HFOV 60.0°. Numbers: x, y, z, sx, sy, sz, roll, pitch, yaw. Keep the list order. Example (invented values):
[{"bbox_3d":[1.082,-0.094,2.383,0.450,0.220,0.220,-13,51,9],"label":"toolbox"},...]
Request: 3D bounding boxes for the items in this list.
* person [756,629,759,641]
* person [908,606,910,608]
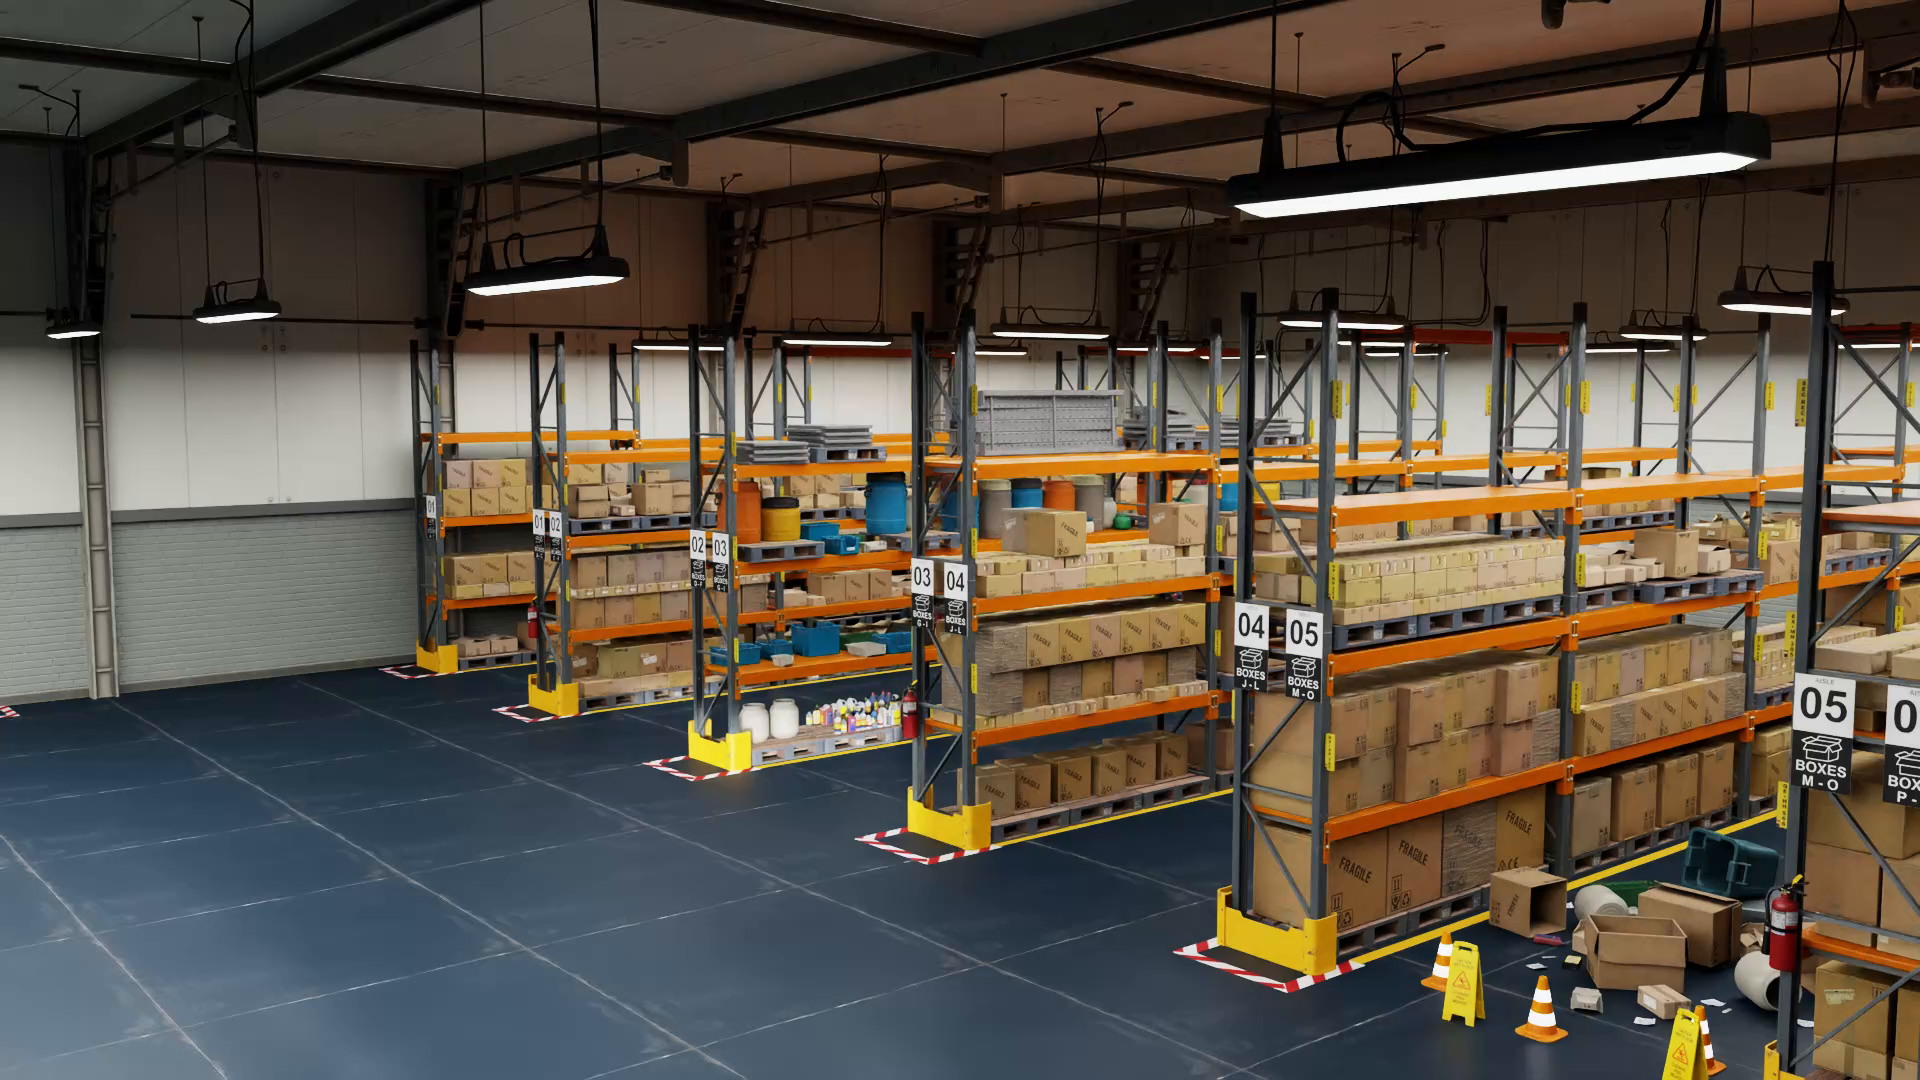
[{"bbox_3d":[-4.320,1.359,32.563,0.435,1.546,0.968,4,7,39],"label":"person"},{"bbox_3d":[-0.974,1.057,33.083,0.315,0.582,0.447,-4,7,-40],"label":"person"}]
